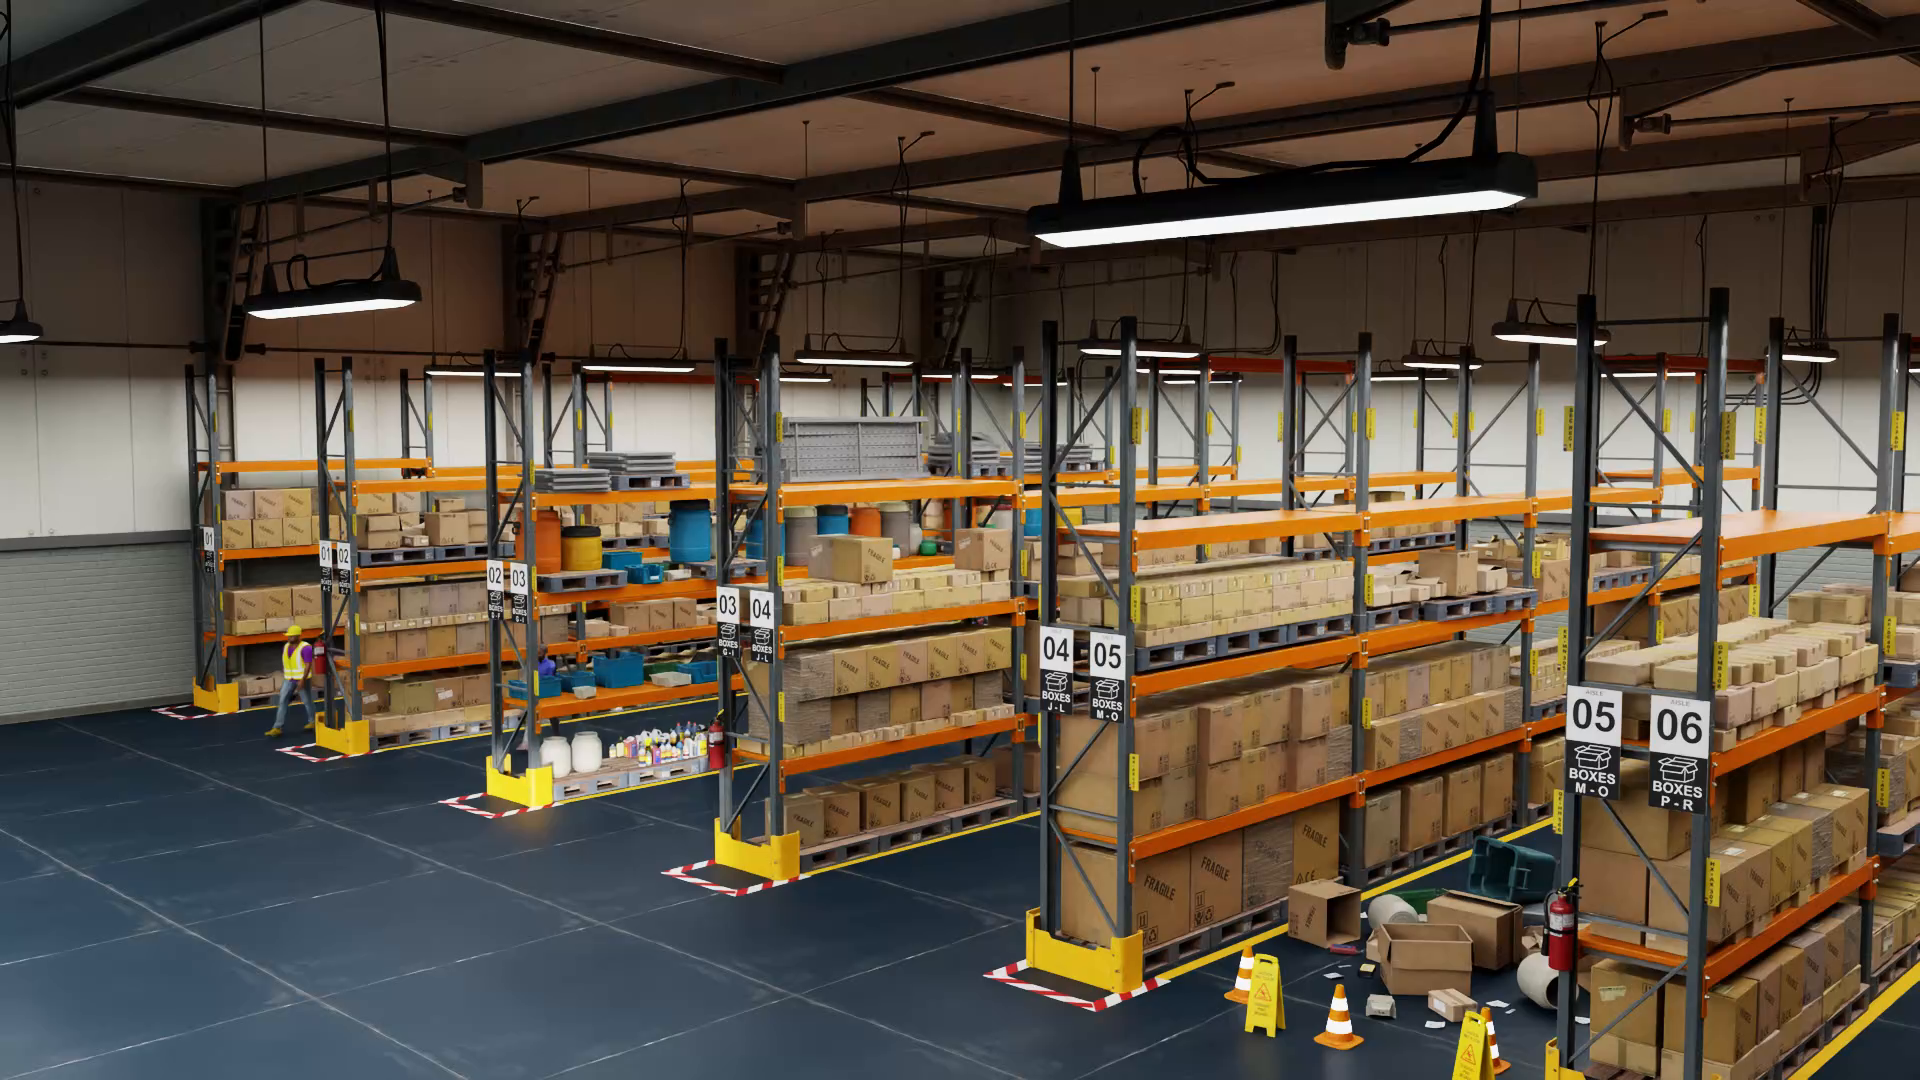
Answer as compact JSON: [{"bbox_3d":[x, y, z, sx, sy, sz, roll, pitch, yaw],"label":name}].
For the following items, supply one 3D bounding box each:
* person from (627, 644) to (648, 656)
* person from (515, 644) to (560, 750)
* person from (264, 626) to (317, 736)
[{"bbox_3d":[-6.171,1.964,31.504,0.441,1.556,0.454,-4,6,-40],"label":"person"},{"bbox_3d":[-6.436,2.386,25.492,0.487,1.602,0.988,0,4,6],"label":"person"},{"bbox_3d":[-10.698,2.231,26.727,0.590,1.716,0.958,1,4,10],"label":"person"}]
